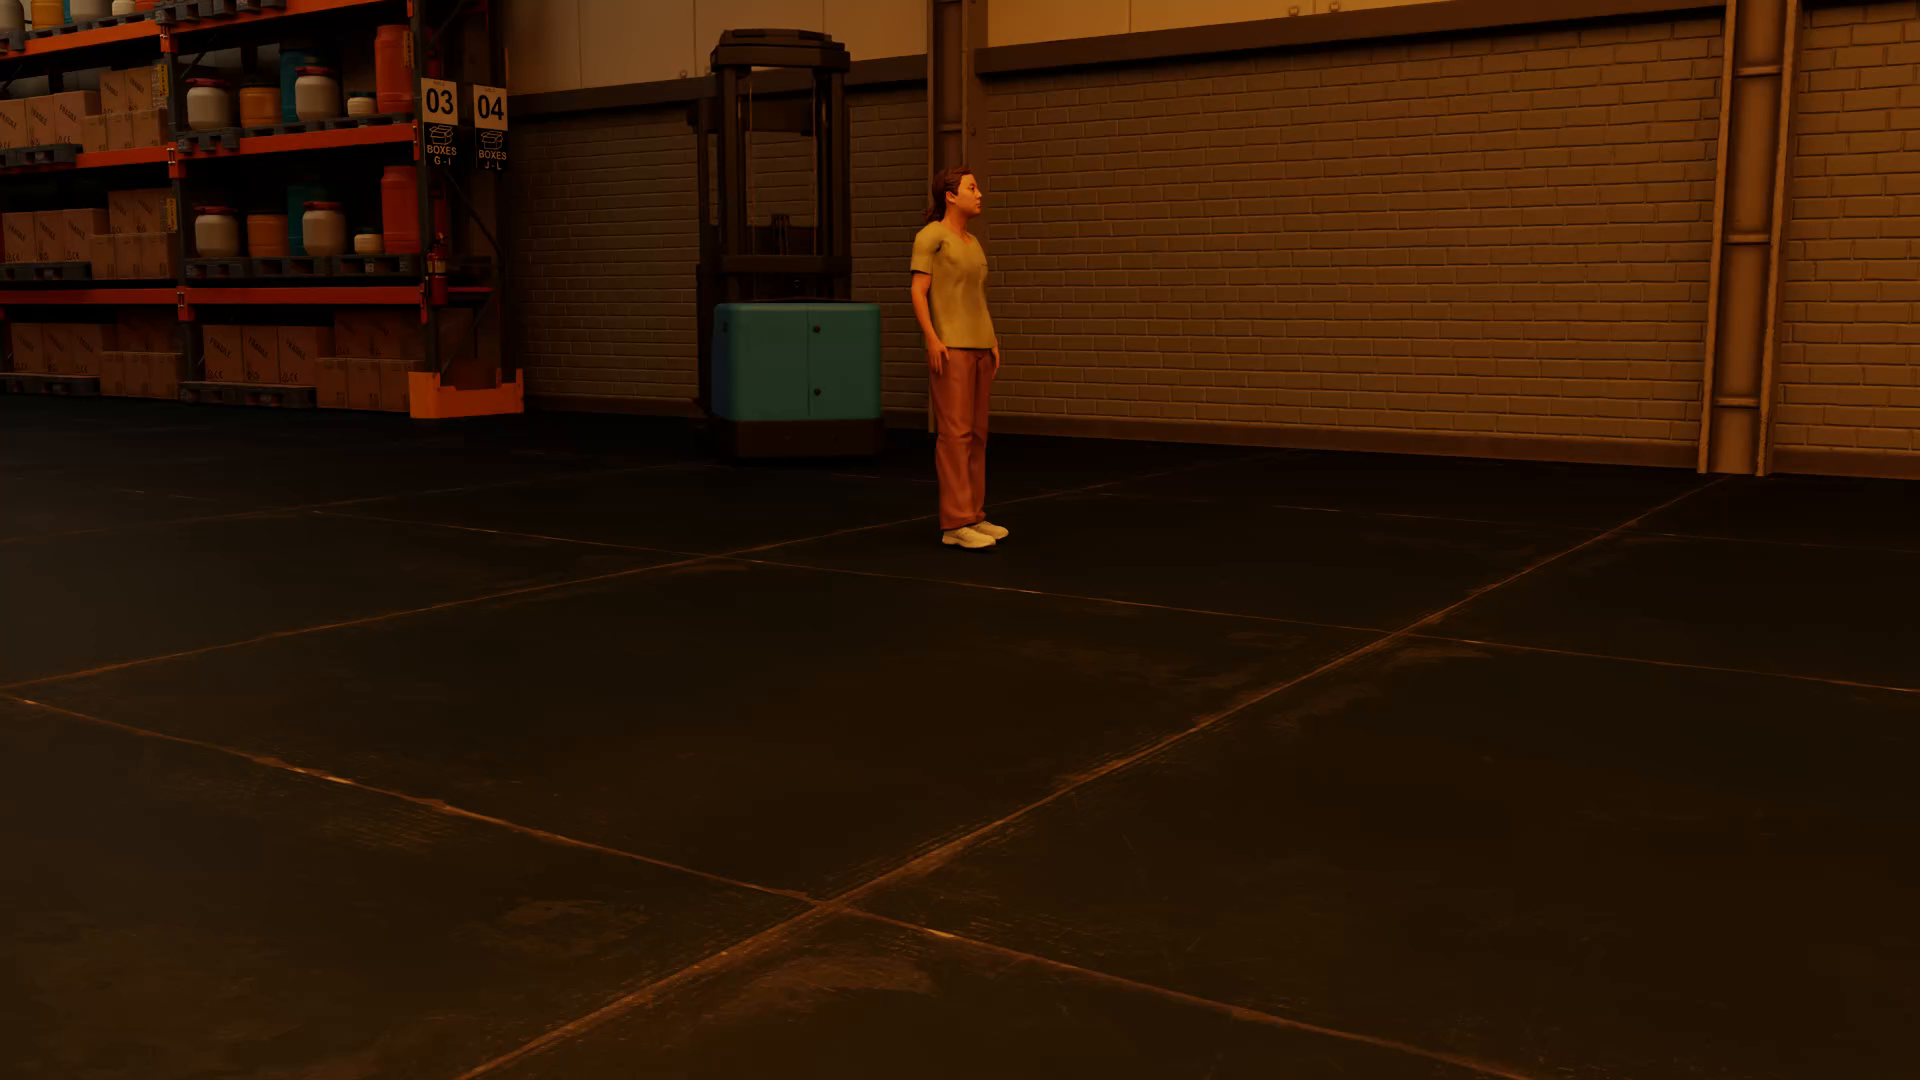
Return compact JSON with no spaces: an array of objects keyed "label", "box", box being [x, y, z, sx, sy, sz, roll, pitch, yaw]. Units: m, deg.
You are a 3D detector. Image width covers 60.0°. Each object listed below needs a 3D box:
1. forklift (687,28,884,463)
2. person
[{"label":"forklift","box":[-1.394,-2.137,12.223,1.130,2.935,3.031,-2,8,-15]},{"label":"person","box":[0.020,-0.744,7.475,0.395,1.361,0.518,5,10,34]}]
